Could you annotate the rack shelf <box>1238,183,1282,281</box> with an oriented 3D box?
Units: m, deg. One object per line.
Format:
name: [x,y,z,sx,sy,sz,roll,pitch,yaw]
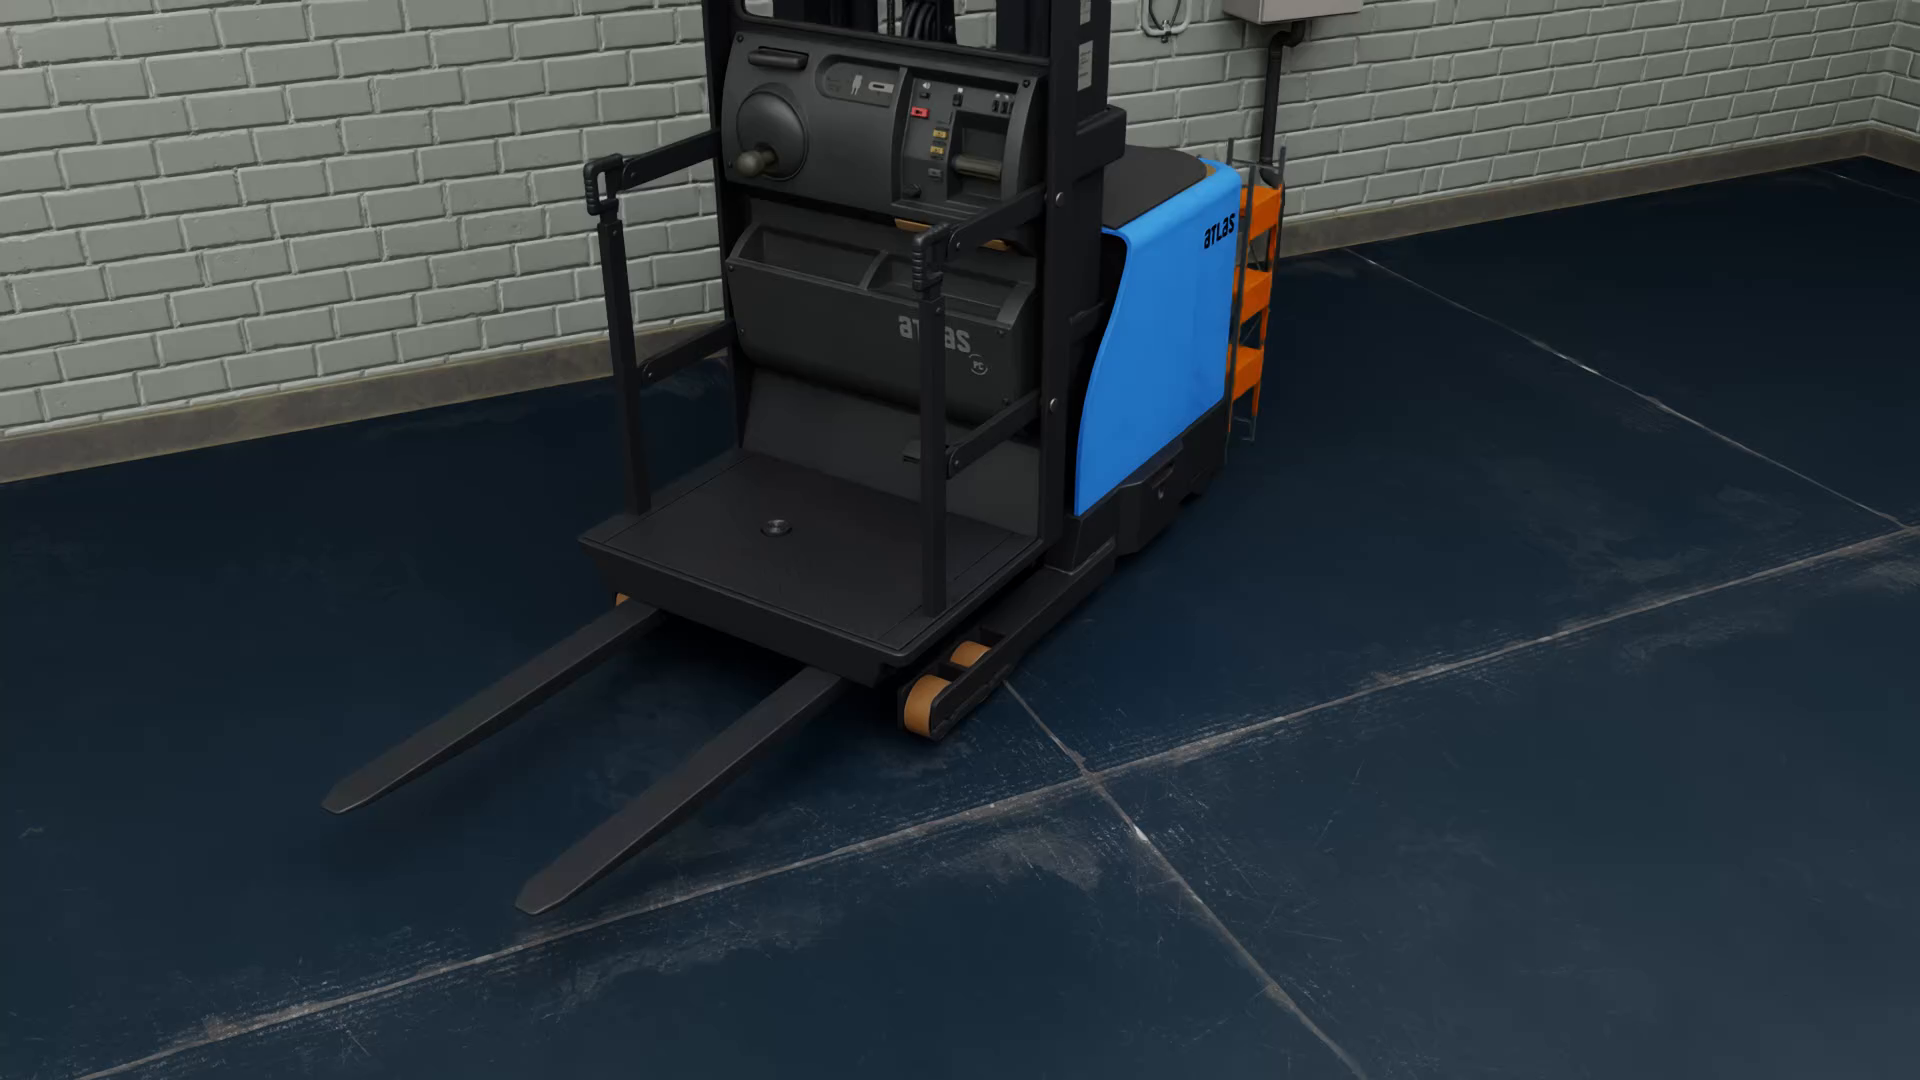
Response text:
rack shelf: [0.898,-1.024,5.438,0.215,0.259,0.240,18,33,27]

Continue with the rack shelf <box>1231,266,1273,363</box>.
rack shelf: [0.894,-0.775,5.575,0.215,0.259,0.240,18,33,27]

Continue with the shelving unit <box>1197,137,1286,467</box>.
shelving unit: [0.894,-0.785,5.570,0.215,1.050,0.252,18,33,27]

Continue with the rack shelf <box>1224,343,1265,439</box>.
rack shelf: [0.890,-0.532,5.710,0.215,0.259,0.240,18,33,27]

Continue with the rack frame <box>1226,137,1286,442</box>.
rack frame: [0.959,-0.834,5.661,0.200,1.050,0.008,18,33,27]

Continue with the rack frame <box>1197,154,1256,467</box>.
rack frame: [0.829,-0.735,5.479,0.200,1.050,0.008,18,33,27]

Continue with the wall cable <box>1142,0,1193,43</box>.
wall cable: [0.725,-2.847,6.221,0.588,1.984,0.122,-13,32,-22]

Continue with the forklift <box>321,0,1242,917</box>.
forklift: [-0.337,-1.023,4.077,1.130,2.935,3.031,17,34,28]

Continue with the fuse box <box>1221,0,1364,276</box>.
fuse box: [1.409,-1.915,6.916,0.539,1.711,0.414,-13,32,-22]
